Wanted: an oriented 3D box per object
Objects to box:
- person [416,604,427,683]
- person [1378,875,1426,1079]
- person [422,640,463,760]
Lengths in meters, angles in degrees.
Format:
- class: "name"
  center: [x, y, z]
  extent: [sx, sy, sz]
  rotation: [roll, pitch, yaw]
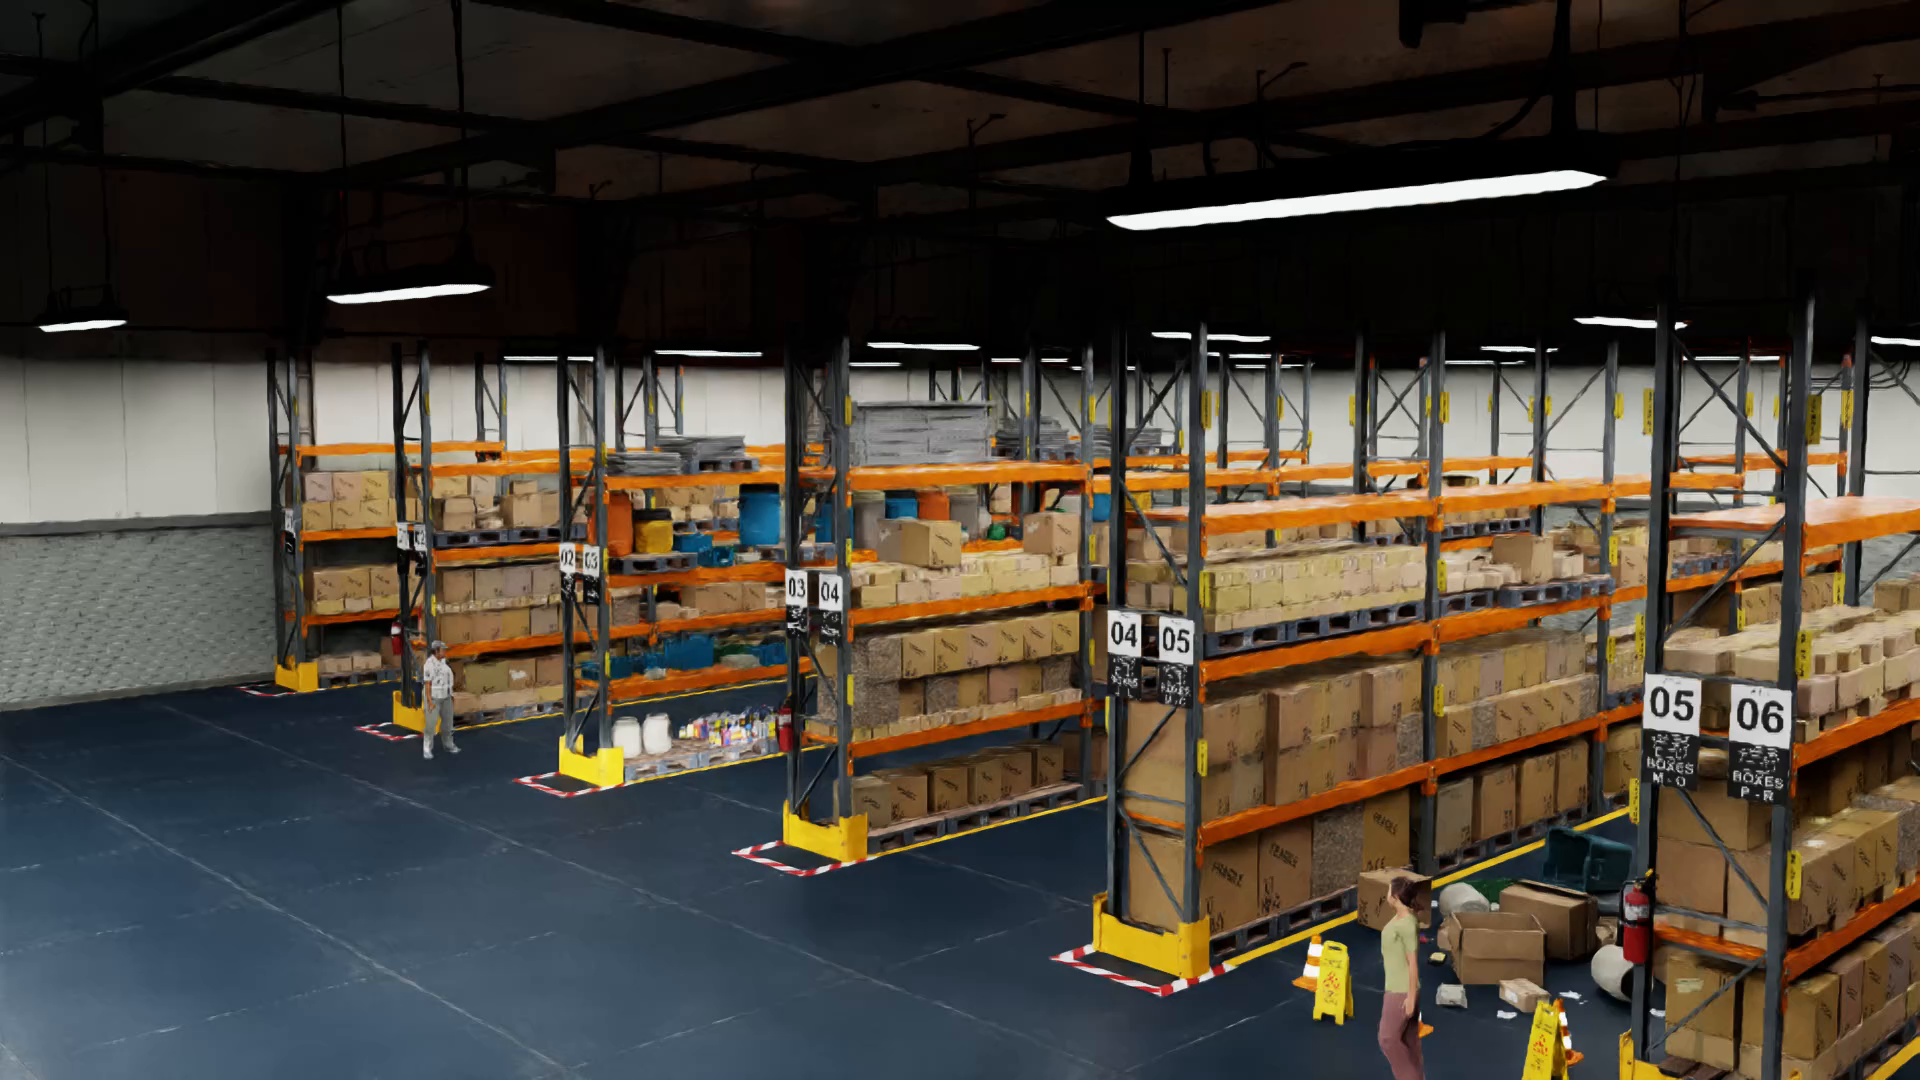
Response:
- class: "person"
  center: [-9.483, 1.727, 29.789]
  extent: [0.459, 1.725, 0.575]
  rotation: [2, 5, 20]
- class: "person"
  center: [3.232, 3.279, 12.078]
  extent: [0.368, 1.666, 0.557]
  rotation: [1, 5, 15]
- class: "person"
  center: [-7.436, 2.265, 23.787]
  extent: [0.445, 1.673, 0.579]
  rotation: [1, 5, 17]
